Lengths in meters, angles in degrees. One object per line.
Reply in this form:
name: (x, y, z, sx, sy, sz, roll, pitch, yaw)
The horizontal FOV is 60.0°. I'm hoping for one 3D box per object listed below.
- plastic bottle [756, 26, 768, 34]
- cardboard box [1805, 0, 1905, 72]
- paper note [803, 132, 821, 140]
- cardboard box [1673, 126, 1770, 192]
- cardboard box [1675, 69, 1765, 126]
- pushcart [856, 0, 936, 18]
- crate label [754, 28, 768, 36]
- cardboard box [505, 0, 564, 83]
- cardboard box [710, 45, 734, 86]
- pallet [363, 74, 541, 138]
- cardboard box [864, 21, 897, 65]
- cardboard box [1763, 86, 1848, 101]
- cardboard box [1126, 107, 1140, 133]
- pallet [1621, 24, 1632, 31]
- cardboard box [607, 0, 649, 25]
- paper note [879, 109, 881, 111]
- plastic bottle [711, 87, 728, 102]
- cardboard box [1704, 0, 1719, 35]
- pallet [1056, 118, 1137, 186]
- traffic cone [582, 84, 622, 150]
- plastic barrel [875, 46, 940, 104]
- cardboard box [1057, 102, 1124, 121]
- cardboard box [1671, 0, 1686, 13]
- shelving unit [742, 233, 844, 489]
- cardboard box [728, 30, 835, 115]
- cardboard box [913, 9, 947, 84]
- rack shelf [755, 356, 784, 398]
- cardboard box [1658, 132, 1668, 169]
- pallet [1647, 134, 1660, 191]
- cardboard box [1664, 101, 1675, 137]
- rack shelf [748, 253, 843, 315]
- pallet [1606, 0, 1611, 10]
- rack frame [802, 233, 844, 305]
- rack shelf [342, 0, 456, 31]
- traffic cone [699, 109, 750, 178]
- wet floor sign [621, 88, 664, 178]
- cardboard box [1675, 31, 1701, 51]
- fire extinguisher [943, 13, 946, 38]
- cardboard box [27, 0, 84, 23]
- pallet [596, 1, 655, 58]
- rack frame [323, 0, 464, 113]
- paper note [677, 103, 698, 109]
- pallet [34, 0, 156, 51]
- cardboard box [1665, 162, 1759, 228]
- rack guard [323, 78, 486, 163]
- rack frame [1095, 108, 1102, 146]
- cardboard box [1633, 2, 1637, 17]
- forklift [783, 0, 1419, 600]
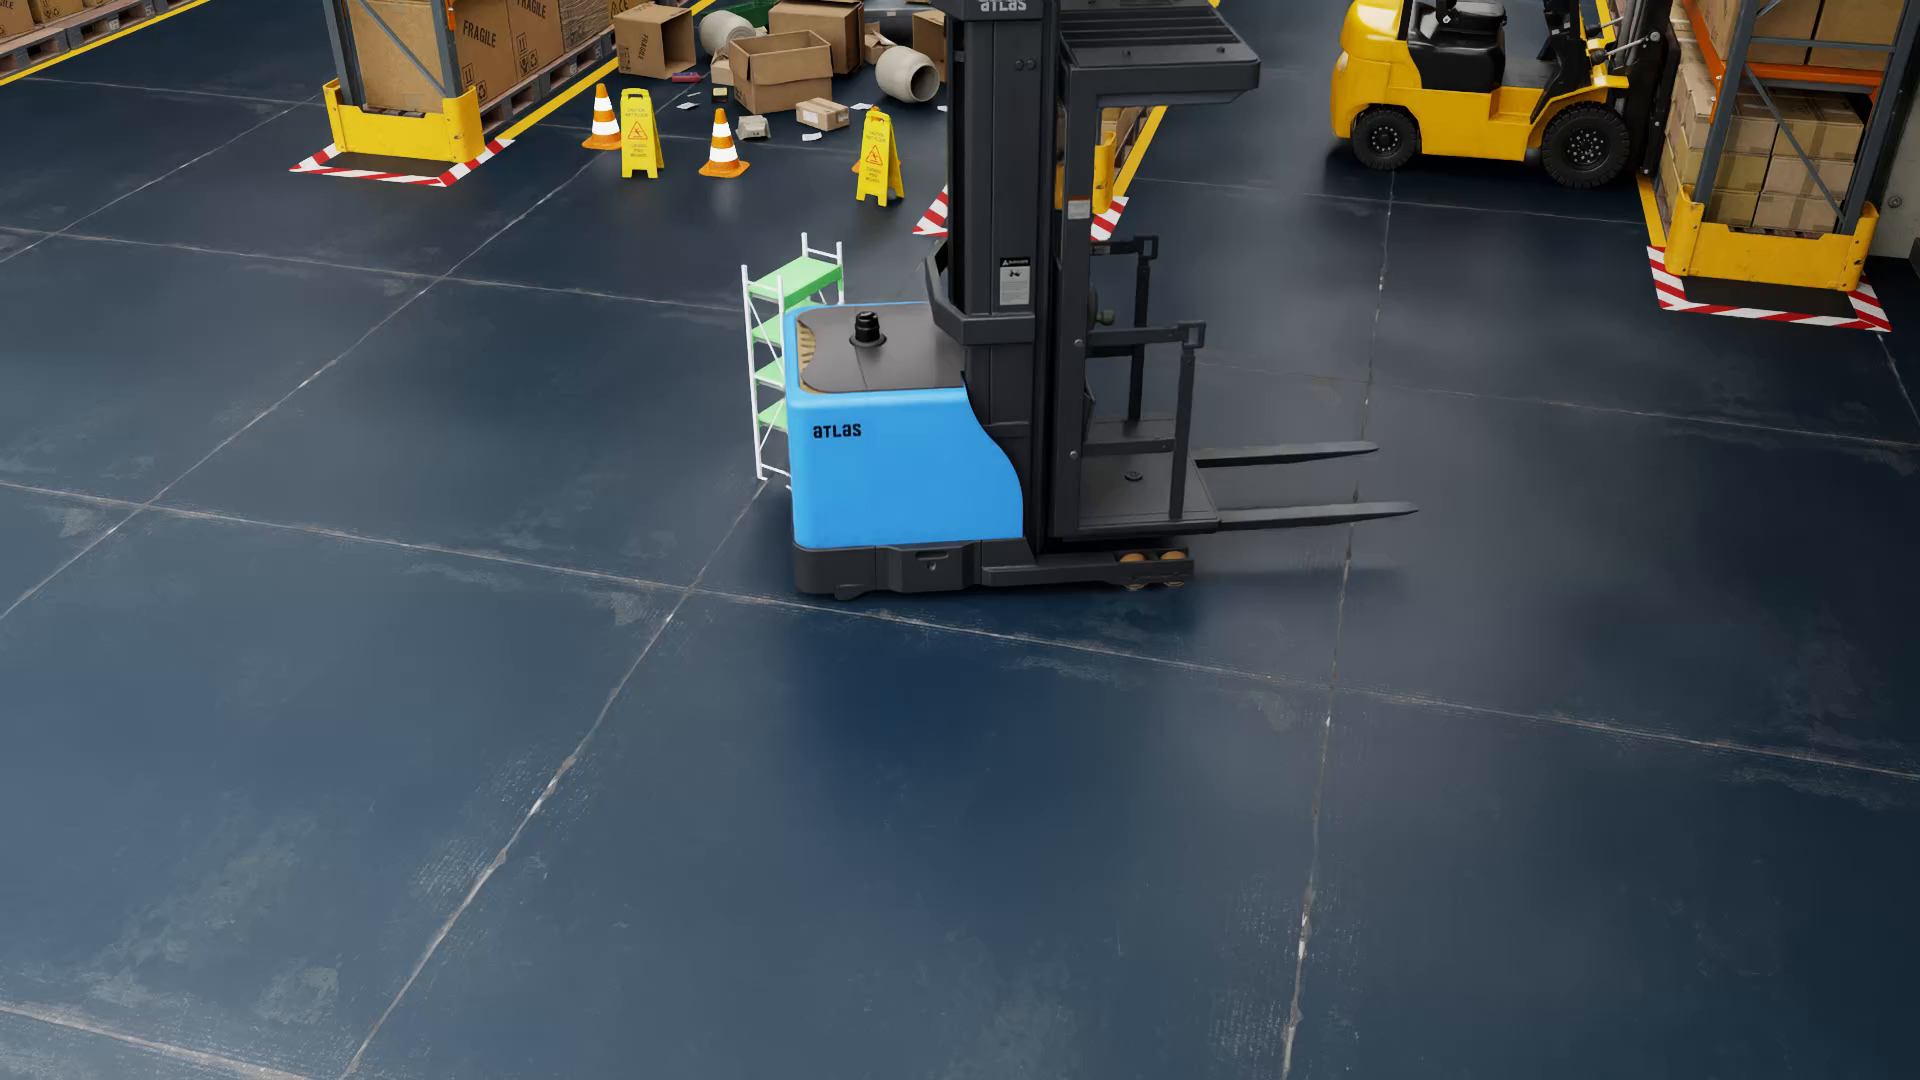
plastic bottle: (-1.908, -4.833, 15.795, 0.133, 0.061, 0.283, -8, 33, -13)
cardboard box: (5.697, -3.312, 10.571, 0.500, 0.500, 0.500, 9, 34, 14)
paper note: (-1.185, -3.233, 13.307, 0.148, 0.019, 0.142, -3, 33, -4)
cardboard box: (5.124, -2.574, 11.208, 0.500, 0.250, 0.500, 8, 33, 12)
cardboard box: (5.242, -3.037, 11.470, 0.500, 0.250, 0.500, 9, 33, 13)
pushcart: (-0.702, -4.978, 15.729, 1.648, 0.377, 0.936, -3, 33, -4)
crate label: (-1.918, -4.649, 15.435, 0.298, 0.136, 0.250, -14, 35, -21)
cardboard box: (-3.984, -4.444, 14.034, 0.875, 0.875, 0.875, 8, 33, 12)
cardboard box: (-1.953, -4.125, 14.492, 0.396, 0.266, 0.258, 14, 35, 21)
pallet: (-4.186, -3.595, 13.708, 1.003, 0.211, 1.213, 8, 33, 12)
cardboard box: (-0.767, -4.516, 15.106, 0.258, 0.266, 0.396, -14, 35, -21)
cardboard box: (5.731, -2.973, 11.370, 0.500, 0.250, 0.500, 8, 33, 12)
cardboard box: (1.110, -3.386, 12.952, 0.500, 0.250, 0.500, 9, 34, 14)
pallet: (6.467, -4.337, 14.876, 1.003, 0.211, 1.213, 8, 33, 12)
cardboard box: (-3.525, -5.386, 15.515, 0.875, 0.875, 0.875, 9, 33, 13)
paper note: (-0.693, -3.574, 13.862, 0.032, 0.001, 0.123, 8, 33, 12)
plastic bottle: (-2.047, -3.804, 14.177, 0.133, 0.061, 0.283, -3, 33, -4)
cardboard box: (5.314, -3.652, 11.106, 0.500, 0.500, 0.500, 9, 34, 14)
pallet: (0.760, -3.004, 12.779, 1.003, 0.211, 1.213, 8, 33, 12)
traffic cone: (-2.805, -3.358, 13.100, 0.336, 0.463, 0.334, 8, 33, 12)
plastic barrel: (-0.440, -3.915, 14.014, 0.421, 0.421, 0.512, -21, 38, -29)
cardboard box: (0.978, -3.451, 12.355, 0.500, 0.500, 0.500, 7, 33, 11)
cardboard box: (5.752, -4.093, 13.132, 0.500, 0.250, 0.500, 8, 33, 12)
shelving unit: (-0.831, -0.913, 8.568, 0.258, 1.200, 0.503, 19, 37, 27)
cardboard box: (-1.503, -3.927, 13.959, 0.797, 0.503, 0.637, -14, 35, -21)
cardboard box: (-0.073, -4.376, 14.665, 0.500, 0.500, 0.500, -21, 38, -29)
rack shelf: (-0.831, -0.859, 8.602, 0.258, 0.148, 0.480, 19, 37, 27)
cardboard box: (5.387, -2.870, 12.139, 0.500, 0.250, 0.500, 8, 33, 13)
pallet: (5.768, -2.908, 12.627, 1.003, 0.211, 1.213, 8, 33, 12)
cardboard box: (5.372, -3.103, 12.041, 0.500, 0.250, 0.500, 7, 33, 11)
rack shelf: (-0.831, -1.264, 8.345, 0.258, 0.148, 0.480, 19, 37, 27)
pallet: (7.086, -5.603, 16.868, 1.003, 0.211, 1.213, 8, 33, 12)
rack frame: (-0.701, -1.024, 8.742, 0.240, 1.200, 0.015, 19, 37, 27)
rack shelf: (-3.806, -5.080, 14.116, 1.077, 0.370, 4.000, 8, 33, 12)
traffic cone: (-1.798, -3.027, 12.581, 0.336, 0.463, 0.334, 8, 33, 12)
wet floor sign: (-2.405, -3.068, 12.474, 0.267, 0.644, 0.232, 3, 33, 4)
cardboard box: (5.496, -3.562, 12.296, 0.500, 0.250, 0.500, 7, 33, 11)
fire extinguisher: (0.026, -3.695, 11.339, 0.296, 0.674, 0.183, 8, 33, 12)
cardboard box: (-8.615, -5.155, 15.502, 0.500, 0.500, 0.500, 11, 34, 17)
pallet: (-3.567, -4.861, 15.700, 1.003, 0.211, 1.213, 8, 33, 12)
rack frame: (-4.313, -4.346, 12.290, 1.000, 3.000, 0.127, 8, 33, 12)
paper note: (-2.284, -3.653, 13.970, 0.144, 0.017, 0.142, 20, 38, 29)
pallet: (-8.514, -4.984, 15.894, 1.003, 0.211, 1.213, 8, 33, 12)
cardboard box: (5.116, -2.354, 11.329, 0.500, 0.250, 0.500, 8, 33, 13)
rack guard: (-4.319, -3.279, 12.941, 1.175, 0.500, 0.348, 8, 33, 12)
rack frame: (0.500, -3.725, 11.313, 1.000, 3.000, 0.127, 8, 33, 12)
cardboard box: (6.644, -4.975, 15.103, 0.875, 0.625, 0.625, 8, 33, 12)
forklift: (0.686, -1.285, 7.540, 3.031, 2.935, 1.130, -3, 33, -5)
